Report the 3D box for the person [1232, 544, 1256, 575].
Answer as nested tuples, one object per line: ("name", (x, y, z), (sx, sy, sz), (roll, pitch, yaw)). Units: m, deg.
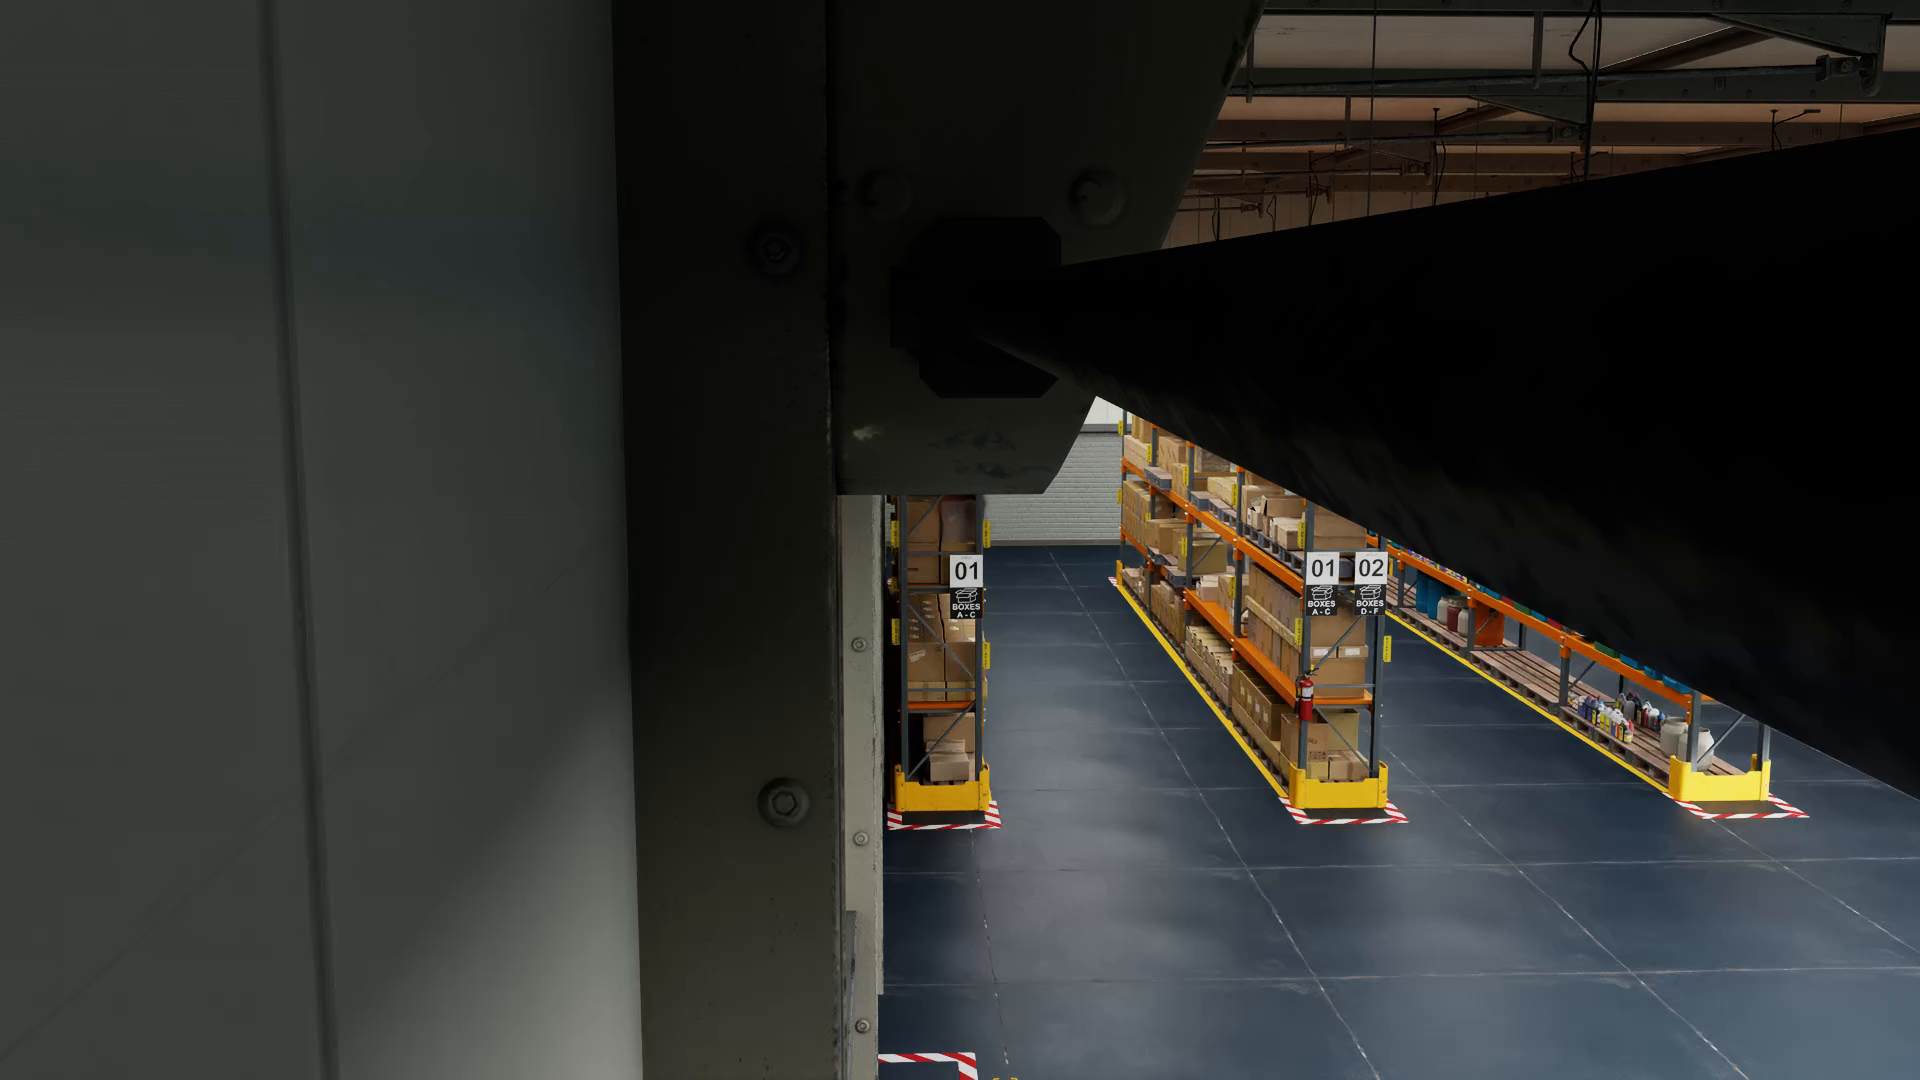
("person", (6.007, 0.349, 34.798), (0.668, 1.785, 0.841), (-1, 9, -9))
